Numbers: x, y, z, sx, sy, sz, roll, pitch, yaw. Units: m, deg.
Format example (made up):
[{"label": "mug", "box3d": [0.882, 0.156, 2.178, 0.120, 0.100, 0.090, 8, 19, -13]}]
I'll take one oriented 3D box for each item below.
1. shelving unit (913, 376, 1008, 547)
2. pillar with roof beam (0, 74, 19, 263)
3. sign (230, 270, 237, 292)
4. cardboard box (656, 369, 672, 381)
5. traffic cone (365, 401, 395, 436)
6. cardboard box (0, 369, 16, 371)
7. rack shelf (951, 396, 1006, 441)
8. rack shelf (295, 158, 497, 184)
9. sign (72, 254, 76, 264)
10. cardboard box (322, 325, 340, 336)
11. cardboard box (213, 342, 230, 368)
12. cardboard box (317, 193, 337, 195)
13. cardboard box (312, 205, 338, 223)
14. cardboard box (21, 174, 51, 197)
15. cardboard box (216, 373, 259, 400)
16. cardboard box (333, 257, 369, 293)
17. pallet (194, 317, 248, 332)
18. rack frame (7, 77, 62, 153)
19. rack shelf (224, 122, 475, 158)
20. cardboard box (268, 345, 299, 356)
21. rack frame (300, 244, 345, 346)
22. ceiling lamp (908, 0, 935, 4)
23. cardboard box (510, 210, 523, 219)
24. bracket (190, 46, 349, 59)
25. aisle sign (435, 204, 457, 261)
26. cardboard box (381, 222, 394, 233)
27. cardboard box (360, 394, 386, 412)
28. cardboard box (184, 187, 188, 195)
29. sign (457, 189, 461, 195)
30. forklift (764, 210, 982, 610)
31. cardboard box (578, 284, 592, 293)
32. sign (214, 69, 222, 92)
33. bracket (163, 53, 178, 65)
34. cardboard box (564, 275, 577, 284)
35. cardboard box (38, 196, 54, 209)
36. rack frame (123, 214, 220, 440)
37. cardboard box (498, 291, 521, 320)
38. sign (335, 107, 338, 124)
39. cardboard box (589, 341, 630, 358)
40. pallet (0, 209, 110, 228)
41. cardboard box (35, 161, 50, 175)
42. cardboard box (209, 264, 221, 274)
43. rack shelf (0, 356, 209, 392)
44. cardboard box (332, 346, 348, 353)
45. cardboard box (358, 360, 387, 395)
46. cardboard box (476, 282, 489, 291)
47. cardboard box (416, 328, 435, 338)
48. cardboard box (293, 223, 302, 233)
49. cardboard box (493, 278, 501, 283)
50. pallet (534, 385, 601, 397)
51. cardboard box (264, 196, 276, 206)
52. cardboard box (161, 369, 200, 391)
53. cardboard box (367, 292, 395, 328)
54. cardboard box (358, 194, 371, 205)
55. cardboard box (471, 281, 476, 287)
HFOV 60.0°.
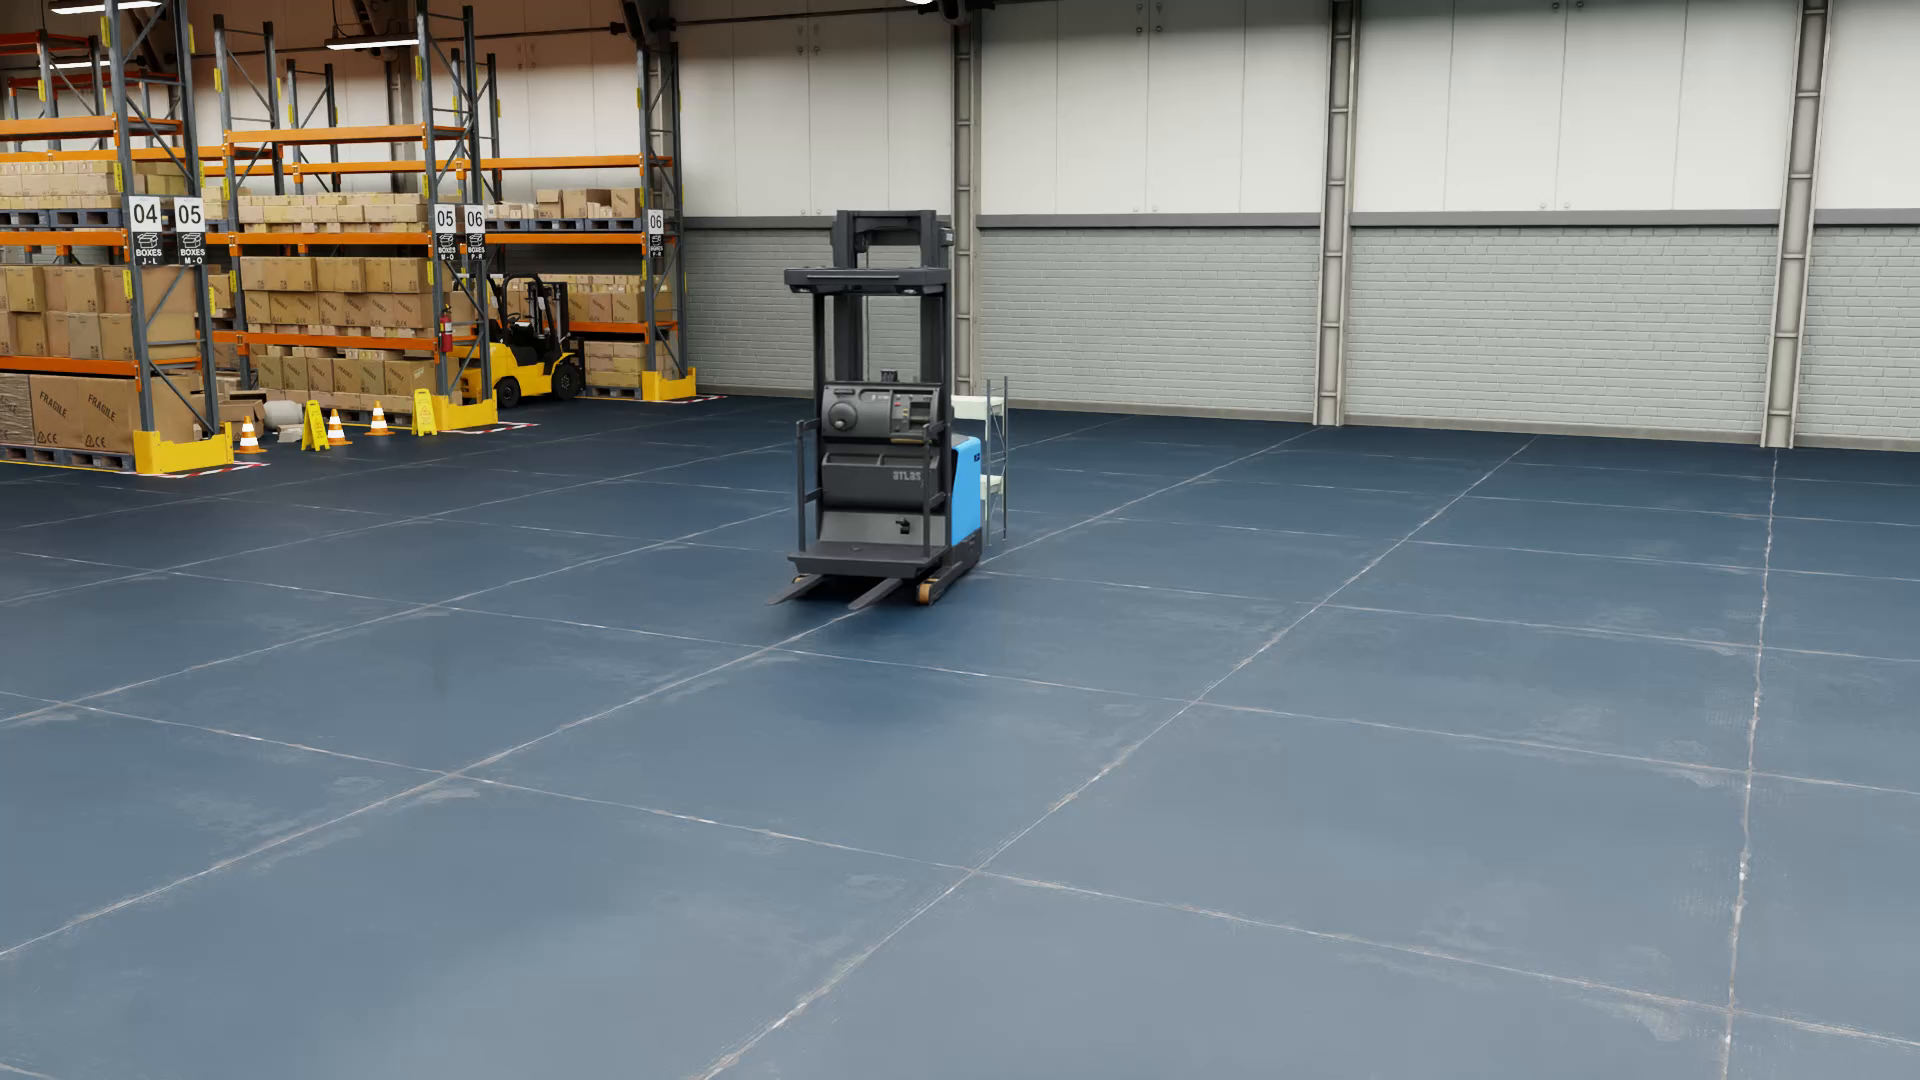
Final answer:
[{"label": "shelving unit", "box3d": [0.006, -0.737, 15.094, 0.755, 1.500, 0.431, 5, 11, 26]}, {"label": "pillar with roof beam", "box3d": [-23.329, -7.823, 33.185, 0.400, 9.000, 9.100, 5, 11, 26]}, {"label": "sign", "box3d": [-11.078, -3.944, 25.348, 0.005, 0.325, 0.100, 5, 11, 26]}, {"label": "cardboard box", "box3d": [-5.410, -2.864, 29.176, 0.500, 0.250, 0.500, 5, 11, 26]}, {"label": "traffic cone", "box3d": [-8.205, -1.727, 23.476, 0.334, 0.463, 0.336, 5, 11, 26]}, {"label": "cardboard box", "box3d": [-12.403, -1.765, 21.346, 0.875, 0.875, 0.875, 5, 11, 27]}, {"label": "rack shelf", "box3d": [0.006, -1.122, 15.024, 0.720, 0.370, 0.431, 5, 11, 26]}, {"label": "rack shelf", "box3d": [-10.437, -6.815, 30.760, 4.000, 0.370, 1.077, 5, 11, 26]}, {"label": "sign", "box3d": [-19.141, -6.014, 35.899, 0.005, 0.325, 0.100, 5, 11, 26]}, {"label": "cardboard box", "box3d": [-9.314, -3.146, 24.894, 0.250, 0.149, 0.380, 5, 11, 26]}, {"label": "cardboard box", "box3d": [-14.556, -3.709, 33.139, 0.500, 0.500, 0.500, 5, 11, 24]}, {"label": "cardboard box", "box3d": [-11.688, -6.256, 31.213, 0.500, 0.500, 0.500, 5, 11, 26]}, {"label": "cardboard box", "box3d": [-9.199, -4.813, 24.565, 0.500, 0.250, 0.500, 5, 11, 26]}, {"label": "cardboard box", "box3d": [-10.809, -4.227, 19.866, 0.500, 0.250, 0.500, 5, 11, 25]}, {"label": "cardboard box", "box3d": [-11.308, -2.418, 26.365, 0.625, 0.372, 0.950, 5, 11, 27]}, {"label": "cardboard box", "box3d": [-8.757, -3.906, 24.464, 0.500, 0.500, 0.700, 5, 11, 25]}, {"label": "pallet", "box3d": [-11.457, -3.452, 26.421, 1.213, 0.211, 1.003, 5, 11, 26]}, {"label": "rack frame", "box3d": [-19.405, -8.154, 35.015, 0.127, 3.000, 1.000, 5, 11, 26]}, {"label": "rack shelf", "box3d": [-9.043, -5.902, 24.602, 4.000, 0.370, 1.077, 5, 11, 26]}, {"label": "cardboard box", "box3d": [-10.341, -2.896, 25.423, 0.250, 0.149, 0.380, 5, 11, 27]}, {"label": "rack frame", "box3d": [-12.230, -4.571, 32.066, 0.127, 3.000, 1.000, 5, 11, 26]}, {"label": "ceiling lamp", "box3d": [-0.679, -8.616, 21.181, 0.800, 3.185, 2.000, 5, 11, 26]}, {"label": "cardboard box", "box3d": [-7.686, -5.720, 29.235, 0.250, 0.149, 0.380, 5, 12, 28]}, {"label": "bracket", "box3d": [-13.502, -9.515, 32.428, 4.783, 0.066, 0.076, 5, 11, 26]}, {"label": "aisle sign", "box3d": [-7.322, -4.376, 23.686, 0.004, 0.787, 0.394, 5, 11, 26]}, {"label": "cardboard box", "box3d": [-8.154, -4.525, 24.090, 0.250, 0.149, 0.380, 5, 12, 28]}, {"label": "cardboard box", "box3d": [-8.554, -2.064, 24.755, 0.500, 0.250, 0.500, 5, 11, 26]}, {"label": "cardboard box", "box3d": [-12.337, -5.420, 26.171, 0.500, 0.250, 0.500, 5, 12, 27]}, {"label": "sign", "box3d": [-8.875, -6.054, 29.500, 0.005, 0.325, 0.100, 5, 11, 26]}, {"label": "forklift", "box3d": [-0.665, -1.027, 12.677, 1.130, 2.935, 3.031, 3, 11, 14]}, {"label": "cardboard box", "box3d": [-6.417, -4.372, 28.864, 0.250, 0.149, 0.380, 5, 11, 24]}, {"label": "sign", "box3d": [-11.077, -6.864, 24.819, 0.005, 0.325, 0.100, 5, 11, 26]}, {"label": "bracket", "box3d": [-15.828, -9.719, 33.557, 0.430, 0.232, 0.235, 5, 11, 26]}, {"label": "cardboard box", "box3d": [-6.659, -4.535, 28.927, 0.250, 0.149, 0.380, 5, 12, 27]}, {"label": "cardboard box", "box3d": [-10.710, -4.010, 19.787, 0.250, 0.149, 0.380, 5, 11, 25]}, {"label": "rack frame", "box3d": [-9.349, -2.349, 19.789, 0.127, 3.000, 1.000, 5, 11, 26]}, {"label": "cardboard box", "box3d": [-7.886, -4.190, 29.679, 0.500, 0.500, 0.500, 5, 12, 27]}, {"label": "sign", "box3d": [-11.988, -8.150, 31.925, 0.005, 0.325, 0.100, 5, 11, 26]}, {"label": "cardboard box", "box3d": [-6.068, -3.312, 28.843, 0.500, 0.250, 0.500, 5, 12, 27]}, {"label": "pallet", "box3d": [-11.117, -3.934, 20.373, 1.213, 0.211, 1.003, 5, 11, 26]}, {"label": "cardboard box", "box3d": [-10.710, -4.402, 19.717, 0.250, 0.149, 0.380, 5, 11, 26]}, {"label": "cardboard box", "box3d": [-12.121, -4.347, 26.711, 0.250, 0.149, 0.380, 6, 12, 29]}, {"label": "rack shelf", "box3d": [-11.142, -2.153, 20.723, 4.000, 0.370, 1.077, 5, 11, 26]}, {"label": "cardboard box", "box3d": [-11.677, -3.558, 31.956, 0.625, 0.625, 0.875, 5, 12, 28]}, {"label": "cardboard box", "box3d": [-8.552, -2.433, 24.684, 0.500, 0.500, 0.500, 6, 12, 28]}, {"label": "cardboard box", "box3d": [-8.474, -4.557, 29.887, 0.250, 0.149, 0.380, 5, 11, 25]}, {"label": "cardboard box", "box3d": [-7.679, -3.020, 24.197, 0.250, 0.149, 0.380, 5, 12, 28]}, {"label": "cardboard box", "box3d": [-9.742, -4.671, 24.901, 0.250, 0.149, 0.380, 5, 11, 24]}, {"label": "cardboard box", "box3d": [-8.206, -4.695, 29.812, 0.250, 0.149, 0.380, 5, 11, 27]}, {"label": "pallet", "box3d": [-6.850, -2.719, 29.659, 1.213, 0.211, 1.003, 5, 11, 26]}, {"label": "cardboard box", "box3d": [-10.219, -5.093, 24.991, 0.250, 0.149, 0.380, 5, 11, 24]}, {"label": "cardboard box", "box3d": [-11.597, -2.319, 24.514, 0.500, 0.500, 0.500, 5, 11, 26]}, {"label": "cardboard box", "box3d": [-8.305, -3.382, 24.381, 0.500, 0.500, 0.500, 5, 11, 26]}, {"label": "cardboard box", "box3d": [-8.555, -4.964, 24.282, 0.250, 0.149, 0.380, 5, 11, 26]}, {"label": "cardboard box", "box3d": [-8.863, -4.686, 30.600, 0.250, 0.149, 0.380, 5, 11, 25]}]
